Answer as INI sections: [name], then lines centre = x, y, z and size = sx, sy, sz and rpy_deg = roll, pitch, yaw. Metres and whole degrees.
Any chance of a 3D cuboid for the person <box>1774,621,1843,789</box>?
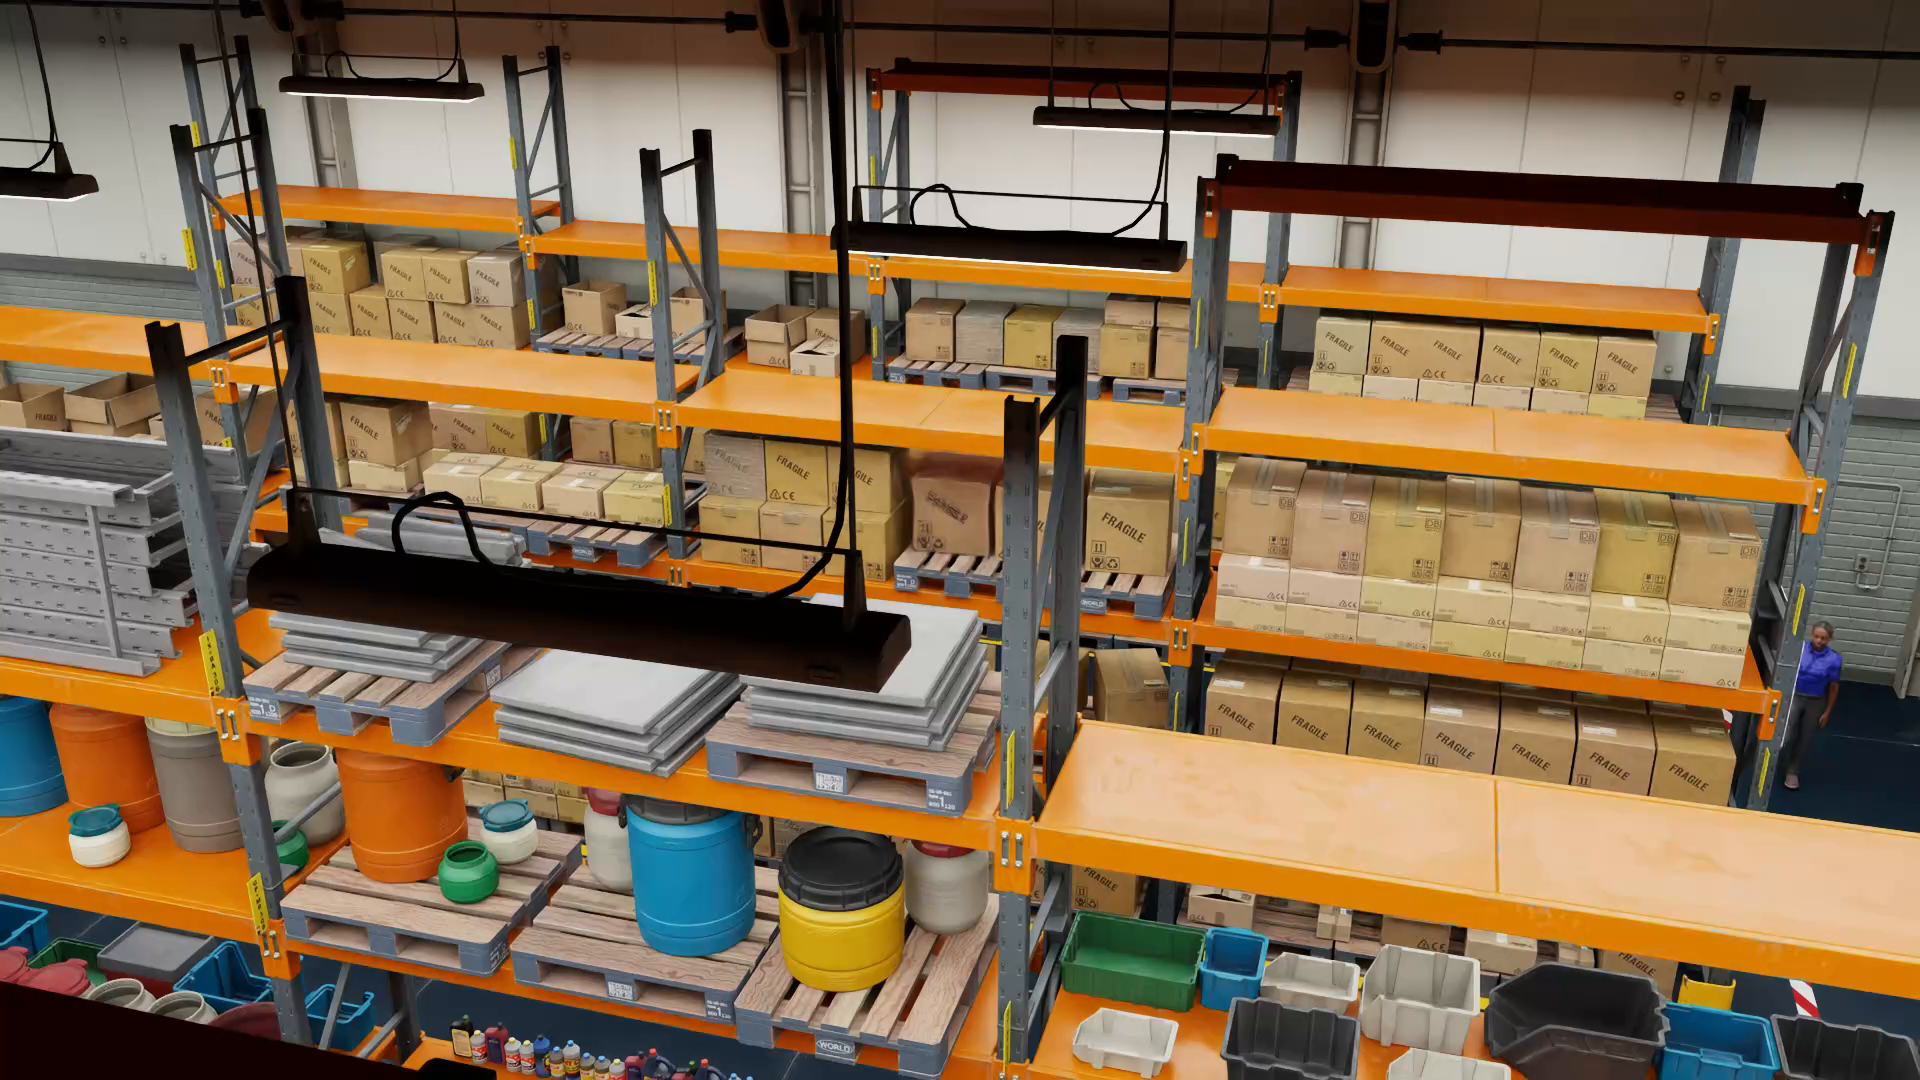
[person]
centre = 7.615, 1.532, 15.016
size = 0.472, 1.598, 0.406
rpy_deg = 6, 23, 14
